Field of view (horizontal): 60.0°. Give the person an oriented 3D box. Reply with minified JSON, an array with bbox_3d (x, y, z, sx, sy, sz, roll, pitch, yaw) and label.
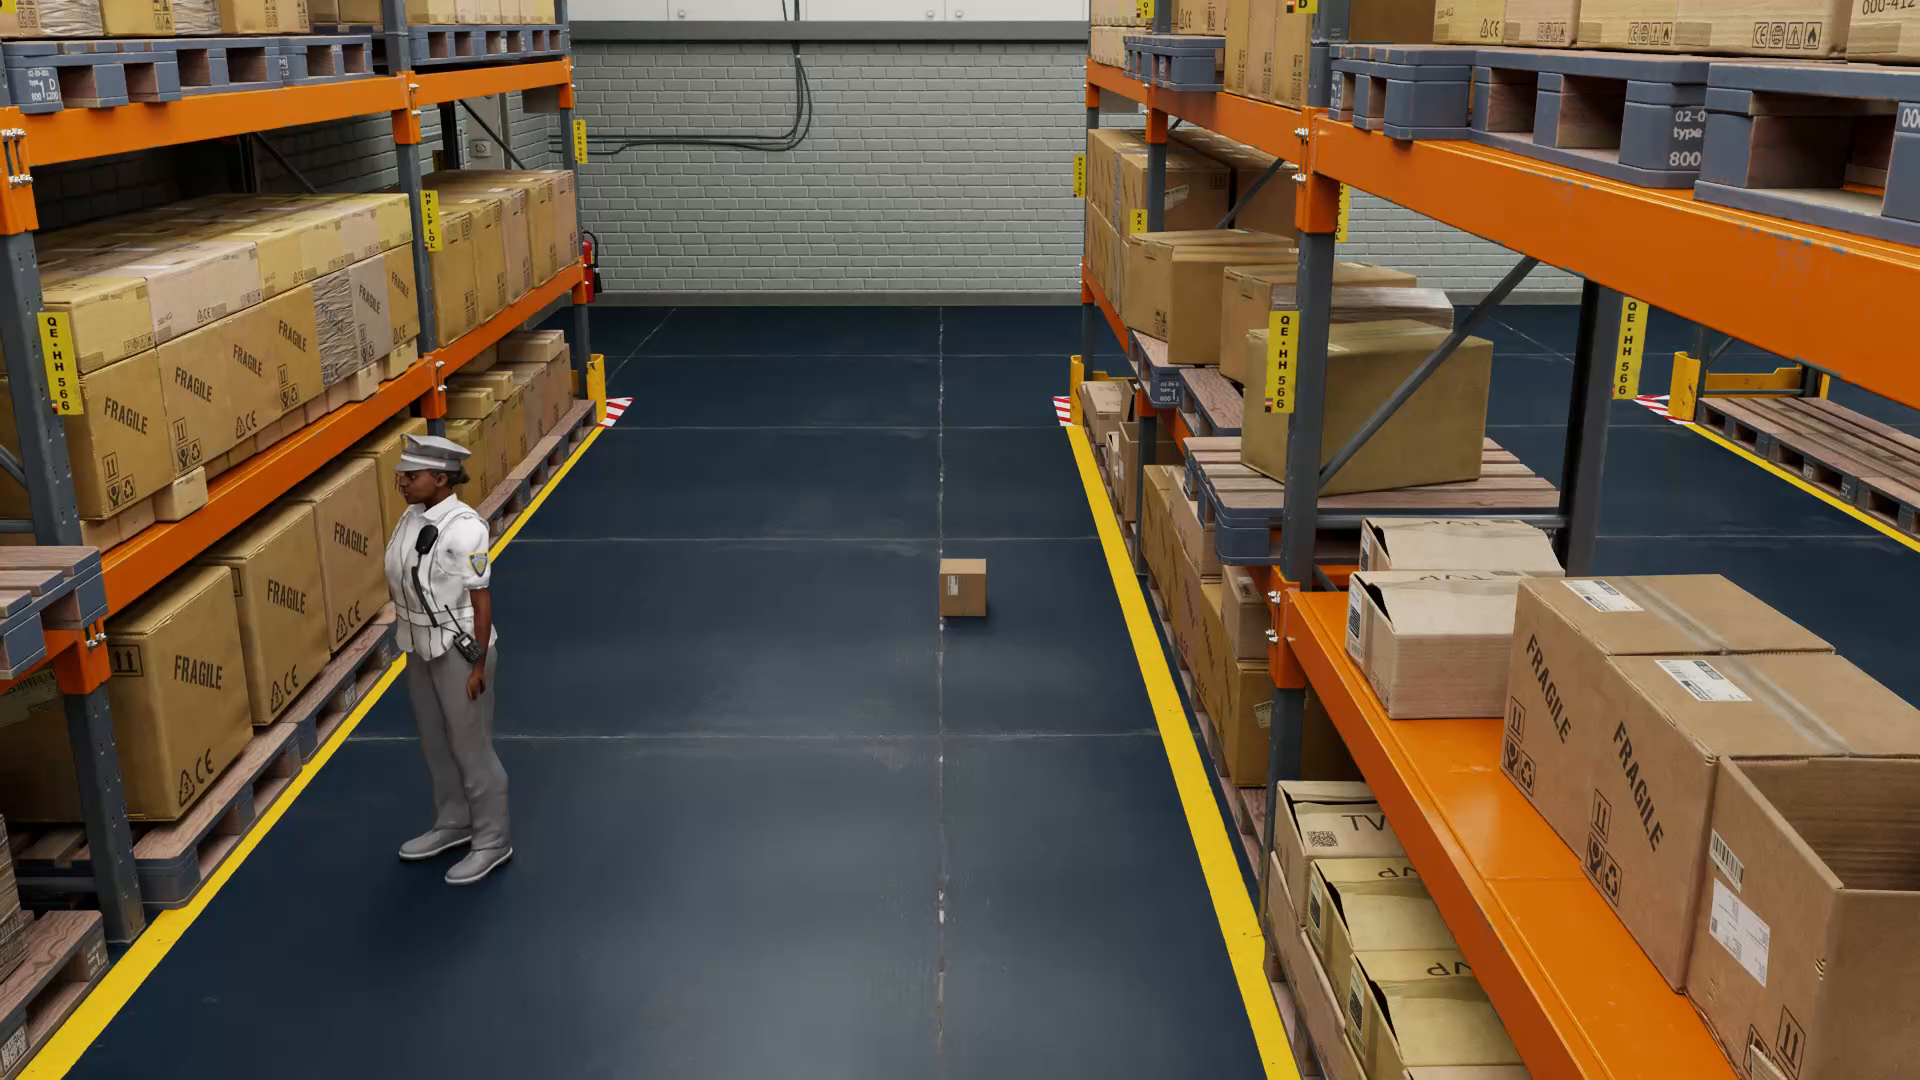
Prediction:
[{"bbox_3d":[-1.906,0.421,6.143,0.440,1.692,0.339,15,22,39],"label":"person"}]
